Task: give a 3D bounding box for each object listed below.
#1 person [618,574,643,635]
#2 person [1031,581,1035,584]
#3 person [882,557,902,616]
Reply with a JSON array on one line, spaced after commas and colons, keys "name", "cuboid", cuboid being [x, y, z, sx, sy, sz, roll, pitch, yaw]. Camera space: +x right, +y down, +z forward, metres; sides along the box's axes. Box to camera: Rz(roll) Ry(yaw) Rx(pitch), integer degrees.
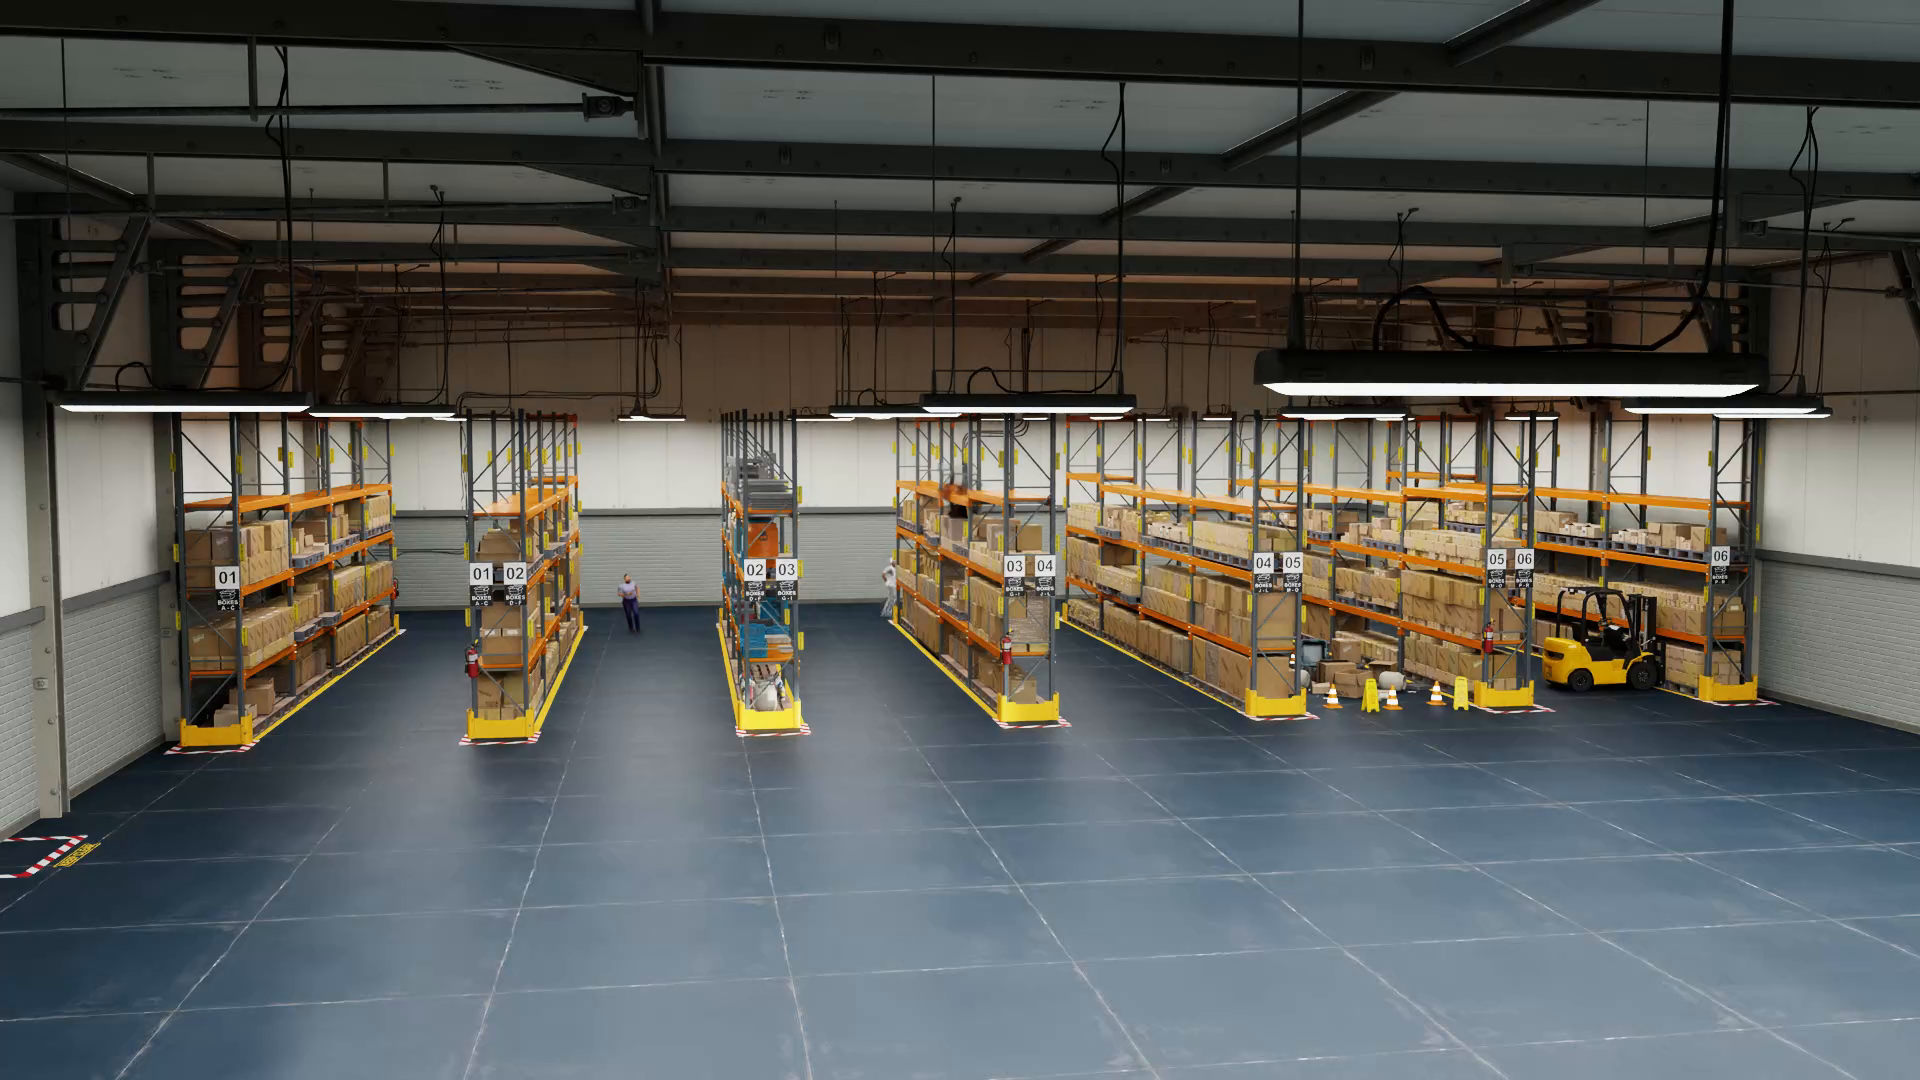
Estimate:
[{"name": "person", "cuboid": [-9.033, 1.764, 45.406, 0.621, 1.692, 0.791, -1, 4, -18]}, {"name": "person", "cuboid": [2.244, 1.662, 45.923, 0.672, 1.670, 0.792, 0, 4, 2]}, {"name": "person", "cuboid": [-1.955, 1.417, 49.258, 0.737, 1.824, 0.646, 1, 4, 9]}]
